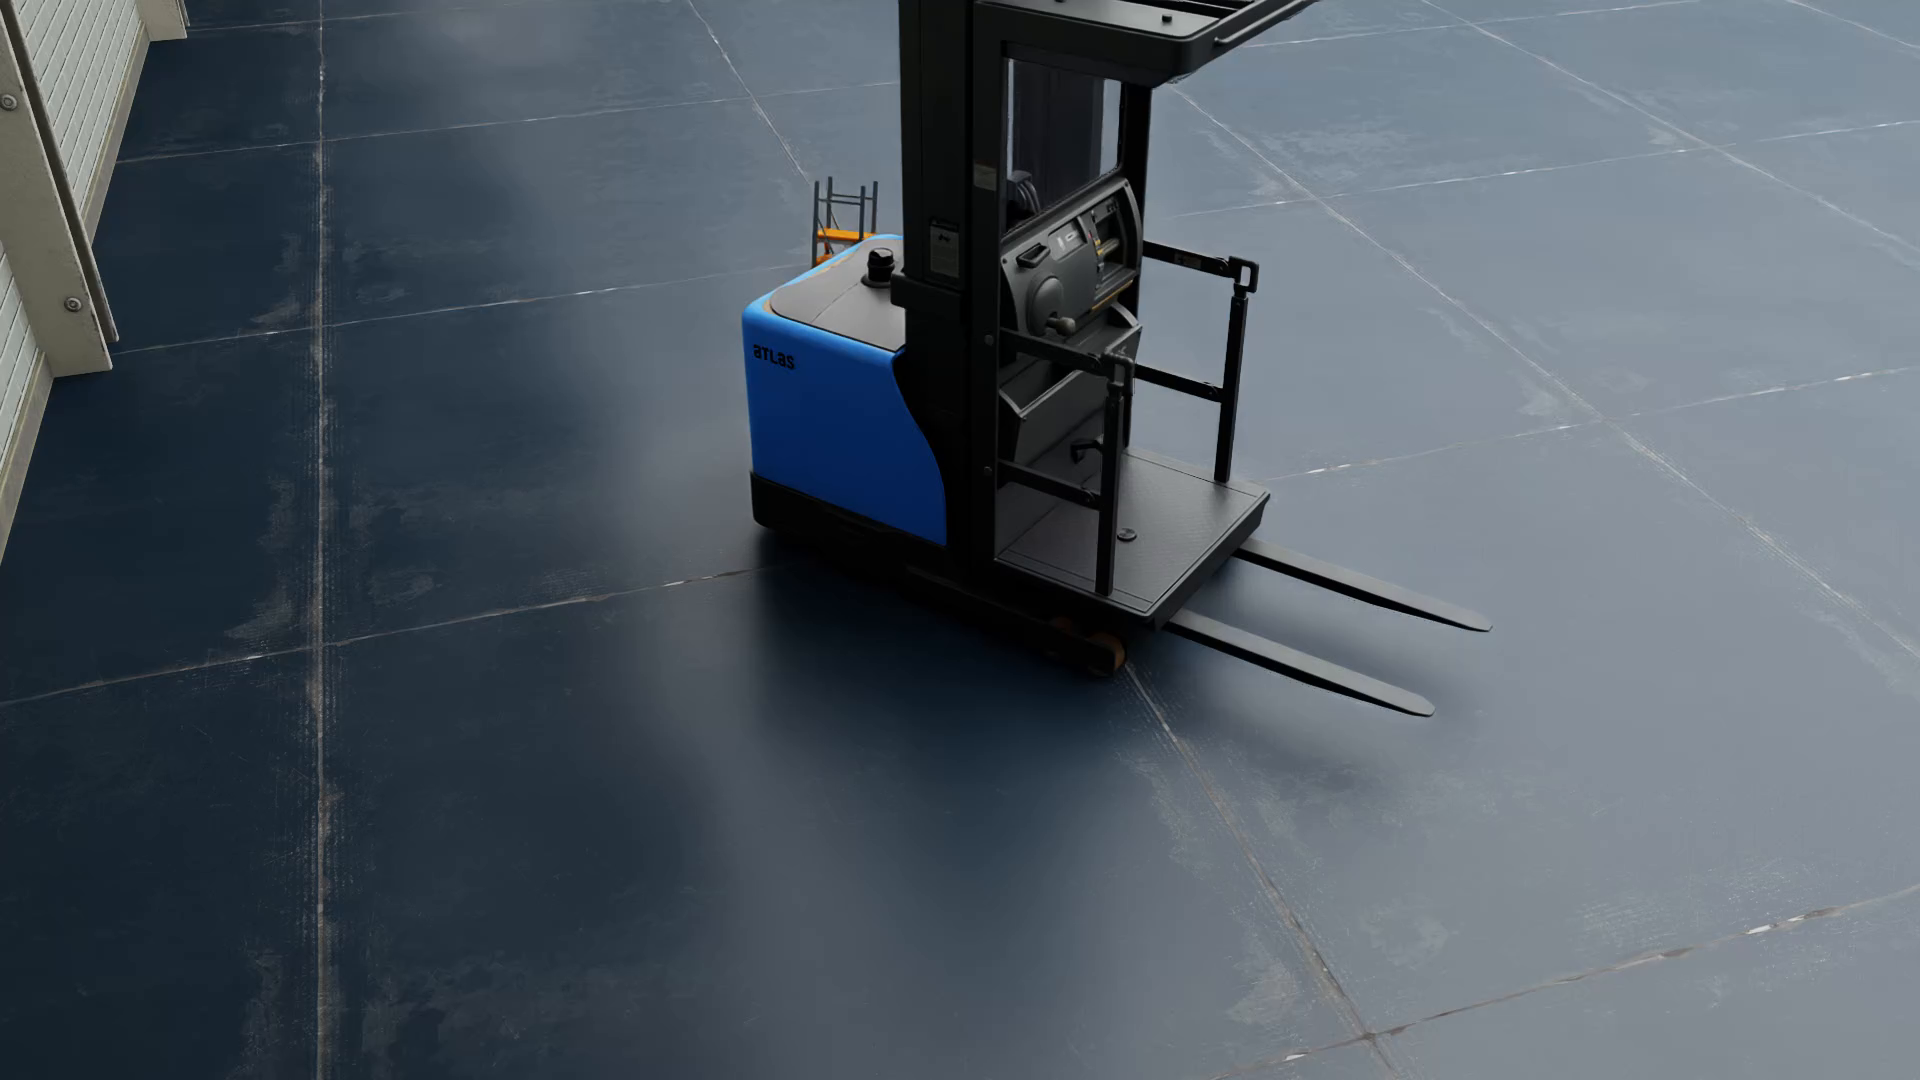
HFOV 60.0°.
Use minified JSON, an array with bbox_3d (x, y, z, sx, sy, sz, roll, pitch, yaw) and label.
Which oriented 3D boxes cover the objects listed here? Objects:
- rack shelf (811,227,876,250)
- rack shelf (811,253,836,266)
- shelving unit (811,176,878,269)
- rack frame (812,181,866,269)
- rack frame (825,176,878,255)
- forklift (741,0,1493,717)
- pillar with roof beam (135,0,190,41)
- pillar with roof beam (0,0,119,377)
[{"bbox_3d":[-0.534,-1.366,7.663,0.258,0.103,0.180,9,20,13],"label":"rack shelf"},{"bbox_3d":[-0.541,-1.253,7.703,0.258,0.103,0.180,9,20,13],"label":"rack shelf"},{"bbox_3d":[-0.554,-1.070,7.769,0.258,1.200,0.189,9,20,13],"label":"shelving unit"},{"bbox_3d":[-0.577,-1.041,7.686,0.240,1.200,0.006,9,20,13],"label":"rack frame"},{"bbox_3d":[-0.531,-1.098,7.853,0.240,1.200,0.006,9,20,13],"label":"rack frame"},{"bbox_3d":[0.601,-1.031,6.151,3.031,2.935,1.130,20,39,28],"label":"forklift"},{"bbox_3d":[-2.316,-8.585,12.079,9.100,9.000,0.400,-10,35,-15],"label":"pillar with roof beam"},{"bbox_3d":[-0.486,-5.435,7.312,9.100,9.000,0.400,-10,35,-15],"label":"pillar with roof beam"}]
